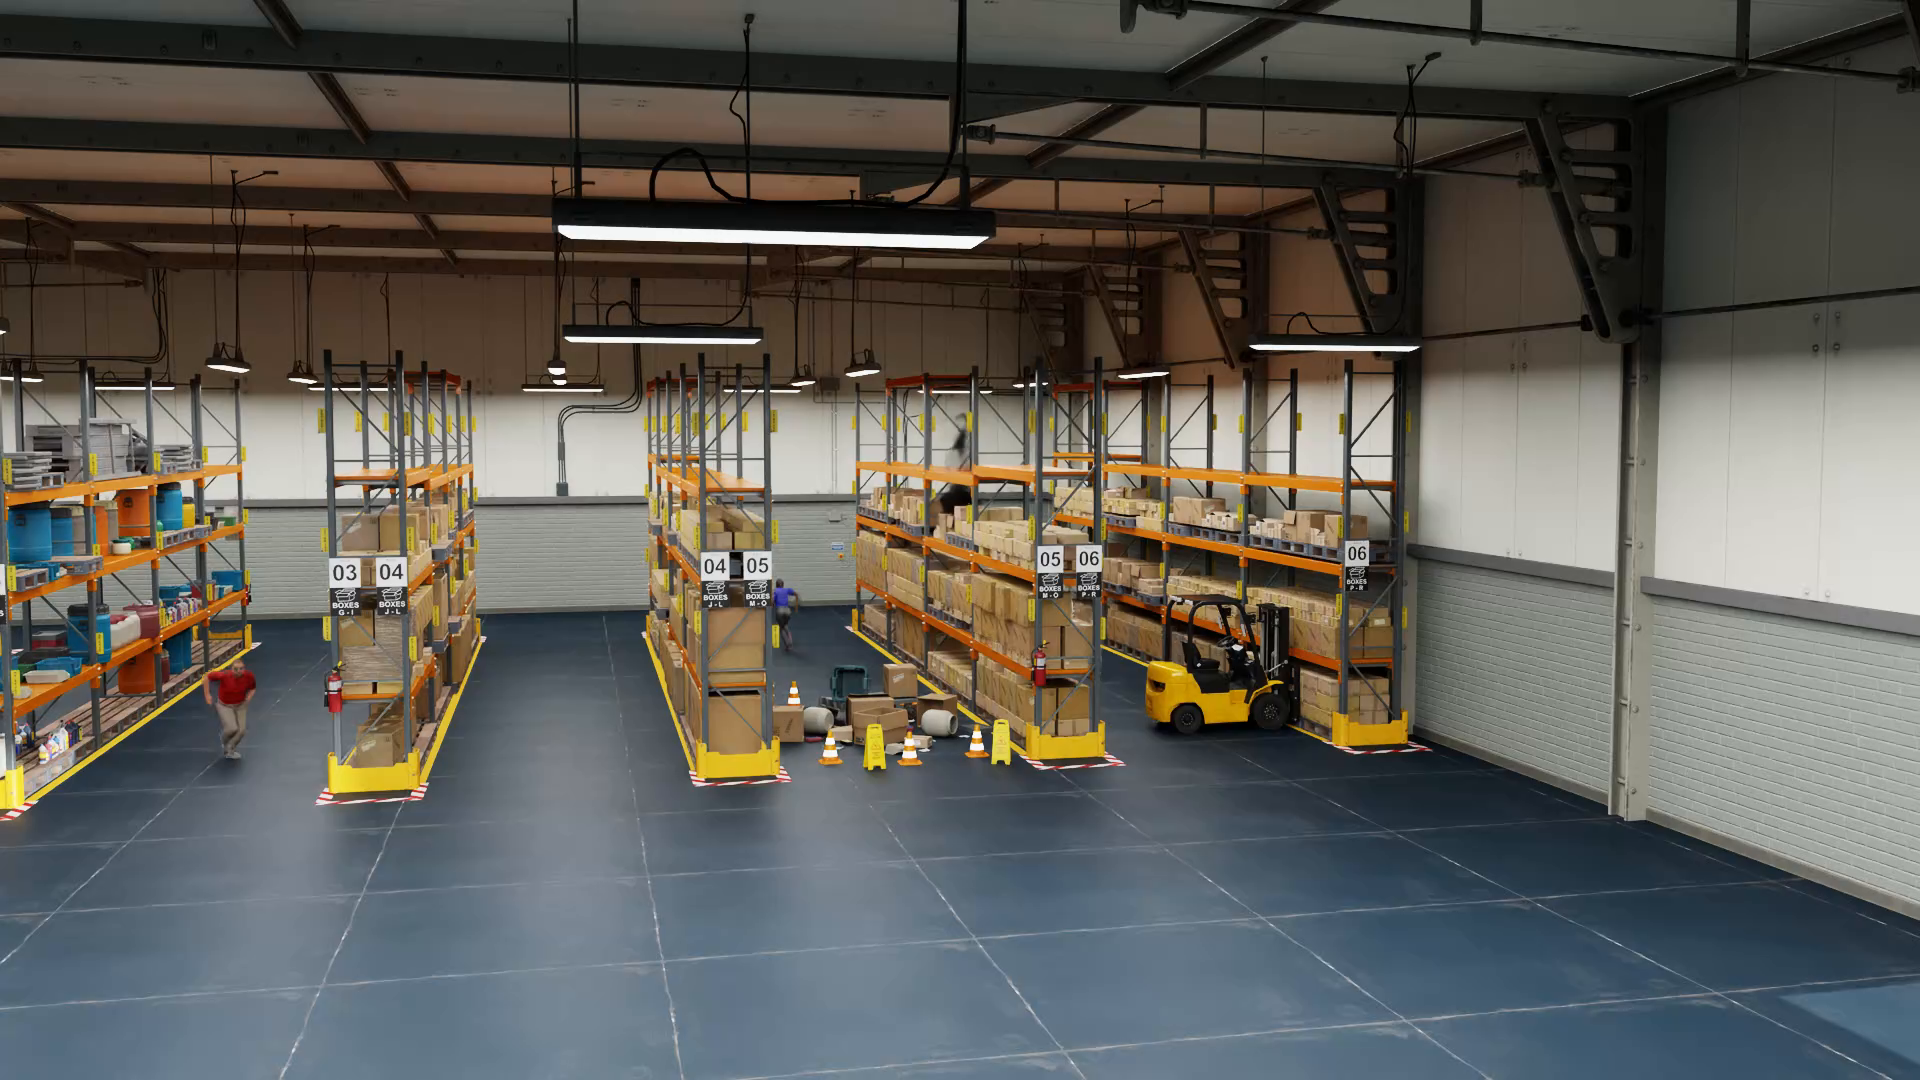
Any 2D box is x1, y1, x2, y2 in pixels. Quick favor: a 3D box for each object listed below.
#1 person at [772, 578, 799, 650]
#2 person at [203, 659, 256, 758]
[{"bbox_3d":[-3.935,1.700,36.939,0.562,1.473,0.719,-2,5,-31],"label":"person"},{"bbox_3d":[-10.813,2.514,24.665,0.694,1.551,0.867,-3,5,-41],"label":"person"}]
